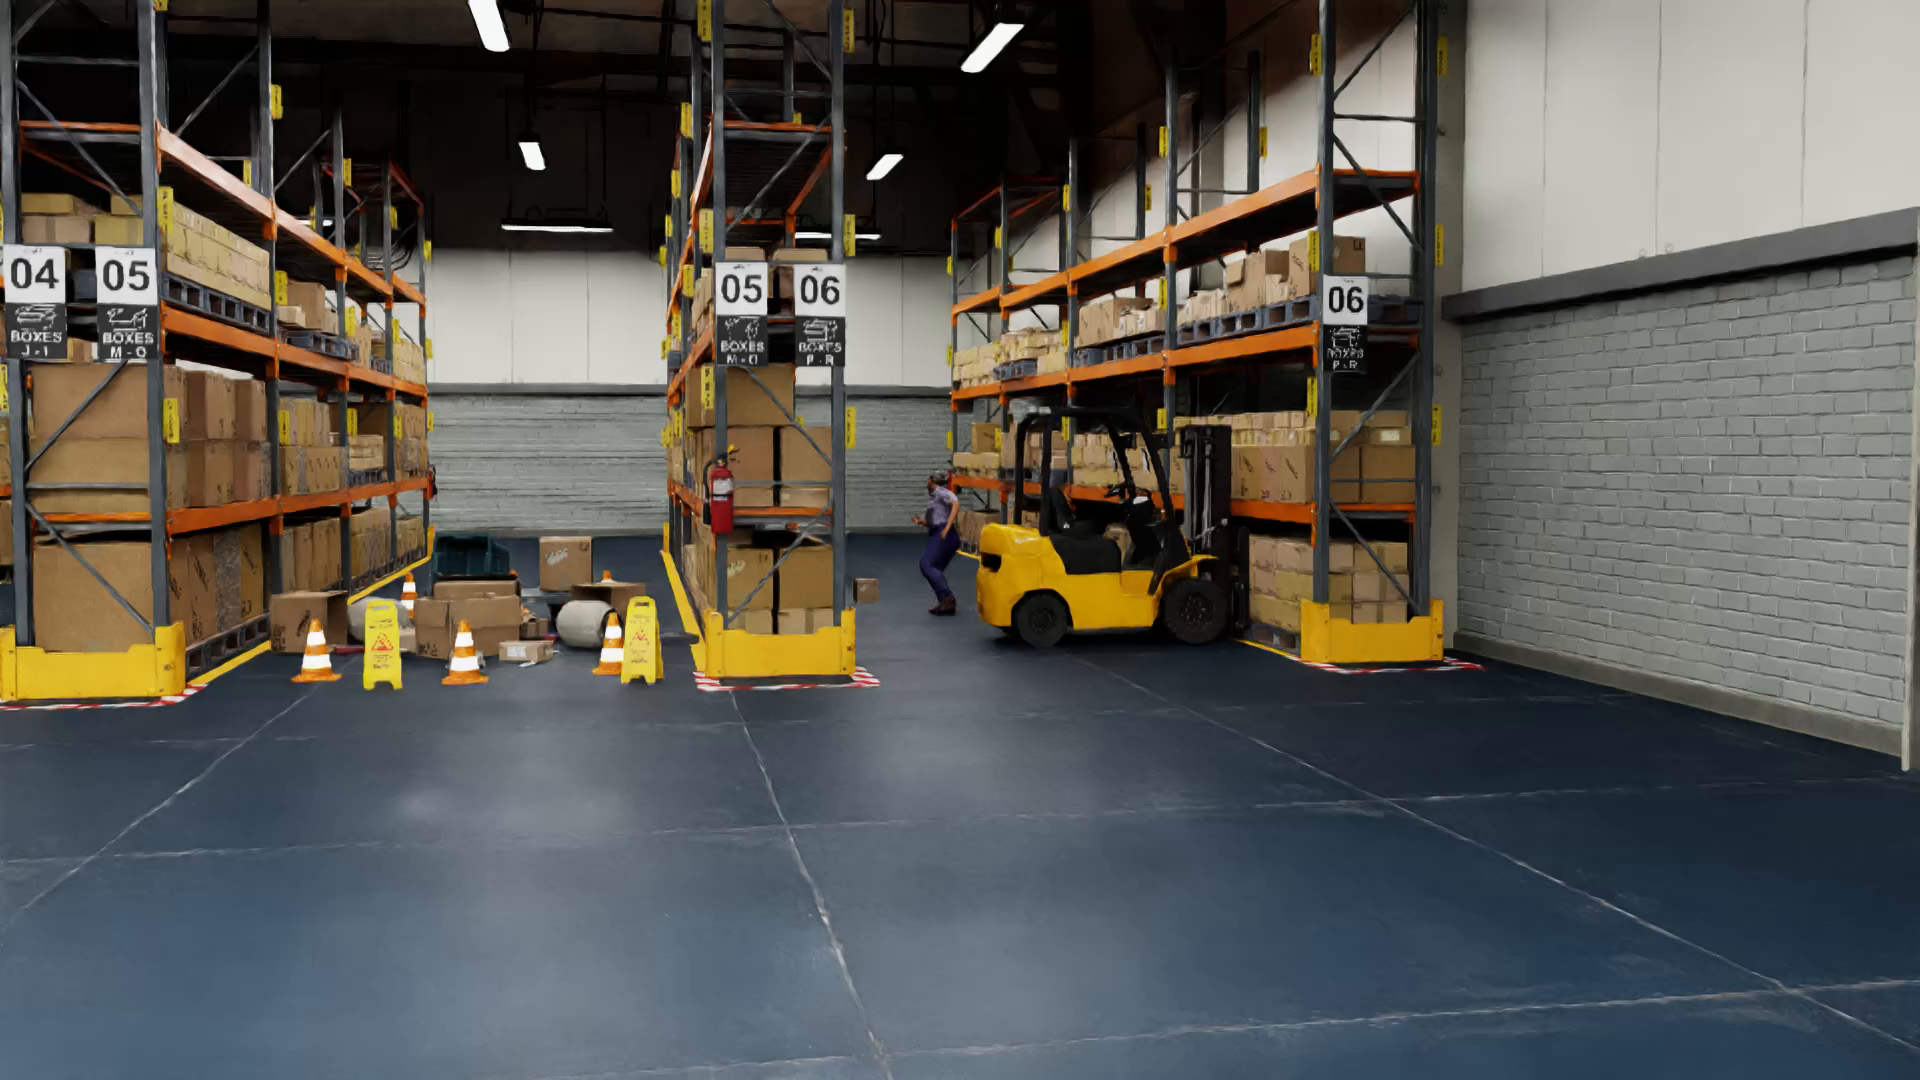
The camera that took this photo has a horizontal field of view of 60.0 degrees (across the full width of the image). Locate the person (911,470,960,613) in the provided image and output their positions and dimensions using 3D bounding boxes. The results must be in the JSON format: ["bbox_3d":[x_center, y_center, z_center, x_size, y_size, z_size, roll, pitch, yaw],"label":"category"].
[{"bbox_3d":[-0.252,0.011,18.085,0.541,1.527,0.892,-1,3,-9],"label":"person"}]
